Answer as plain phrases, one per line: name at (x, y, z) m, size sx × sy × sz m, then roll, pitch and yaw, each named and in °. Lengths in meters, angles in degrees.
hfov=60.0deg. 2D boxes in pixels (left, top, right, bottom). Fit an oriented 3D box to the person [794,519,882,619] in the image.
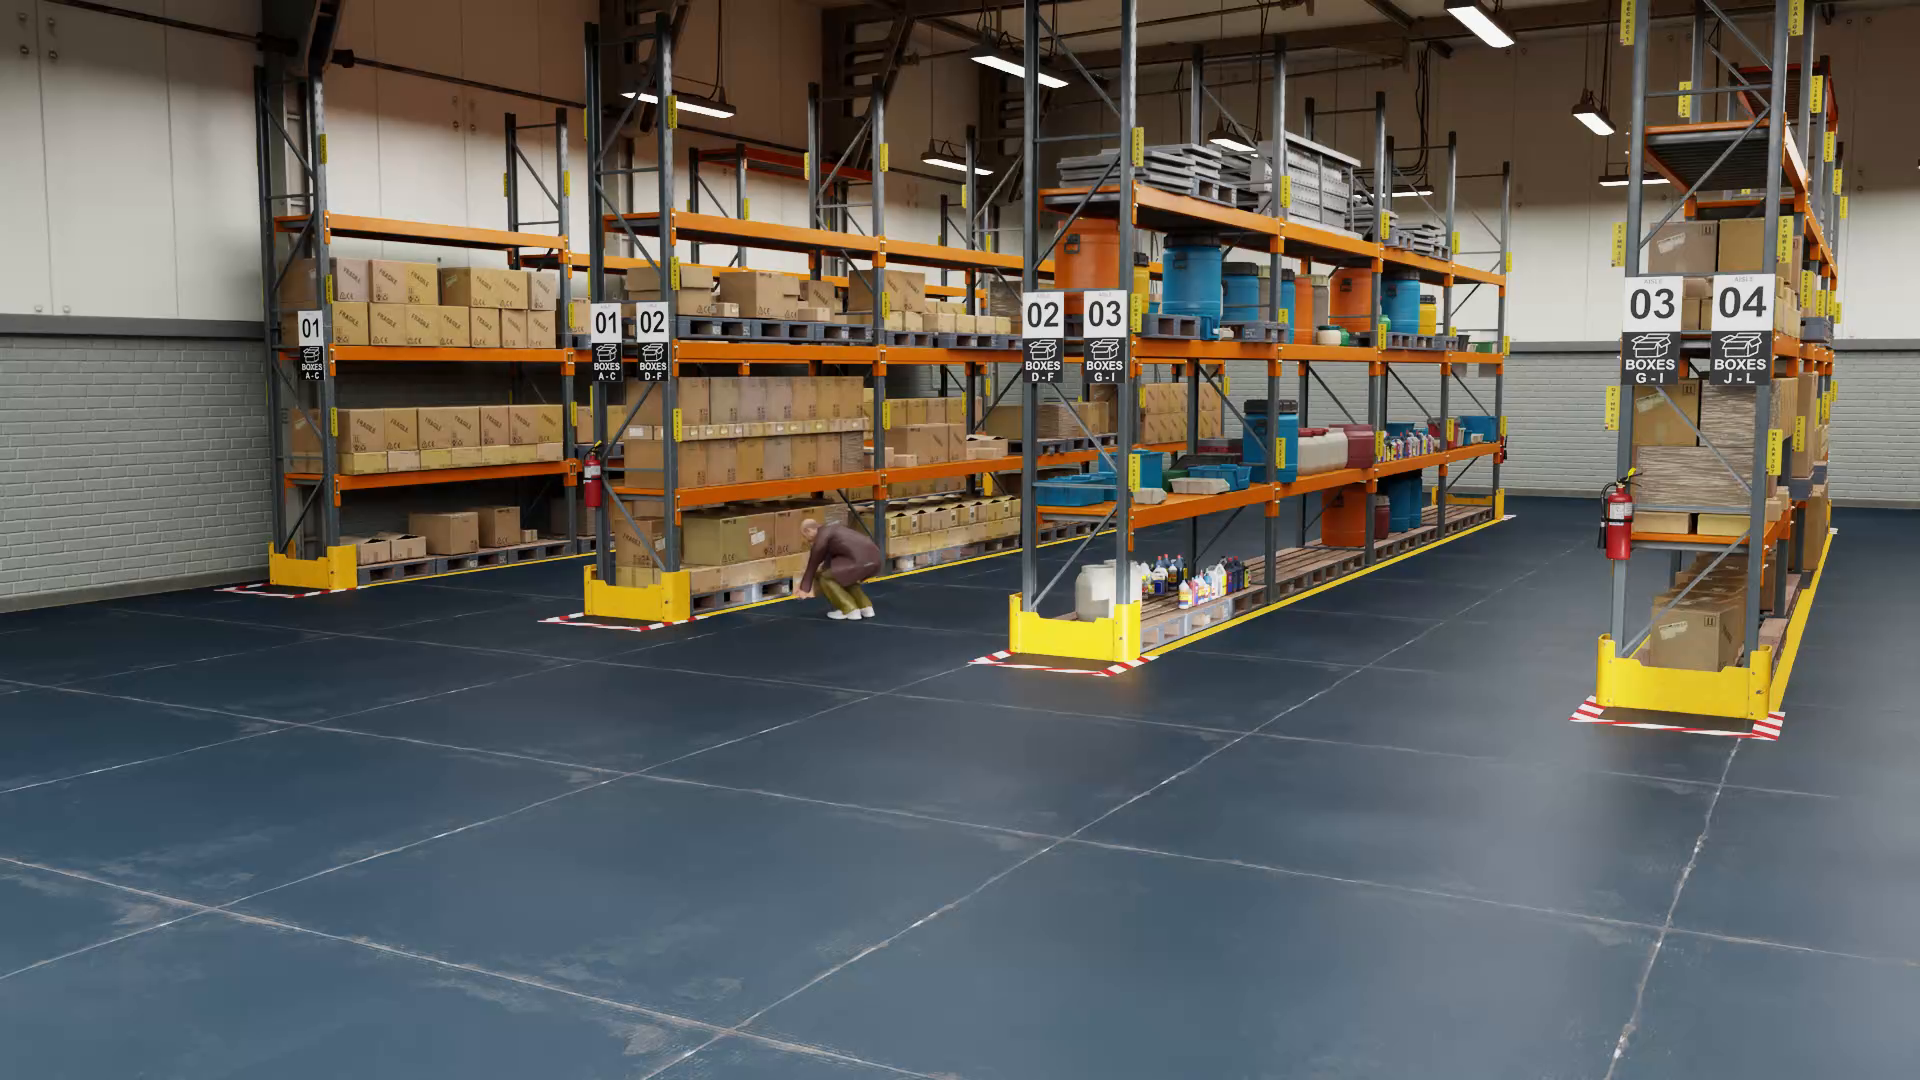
person at (-1.240, 0.294, 17.054) m, size 0.938 × 0.995 × 0.585 m, roll 3°, pitch 7°, yaw 27°
